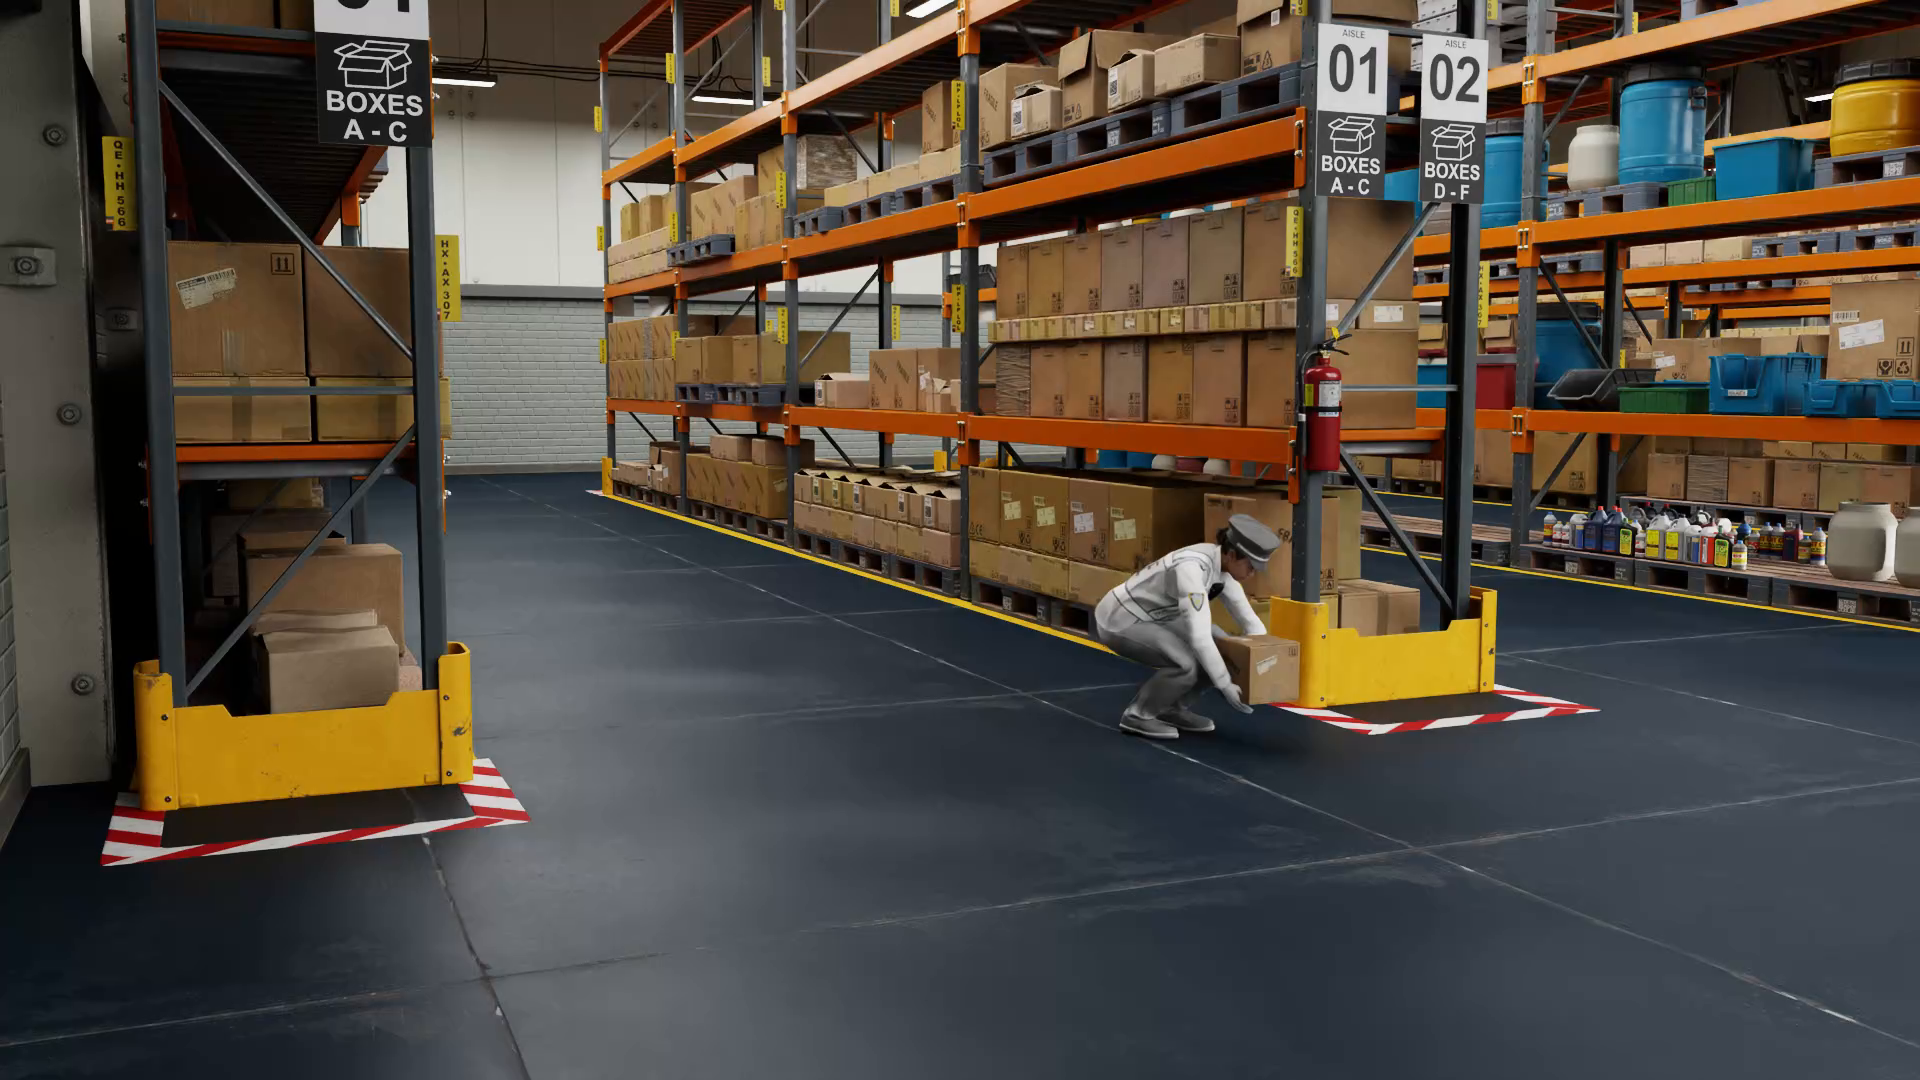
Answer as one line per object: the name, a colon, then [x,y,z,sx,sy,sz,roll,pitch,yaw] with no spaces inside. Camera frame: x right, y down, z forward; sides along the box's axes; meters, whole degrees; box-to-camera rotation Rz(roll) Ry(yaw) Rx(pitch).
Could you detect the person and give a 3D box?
person: [1.008,0.369,7.273,0.831,0.982,0.490,4,7,37]
